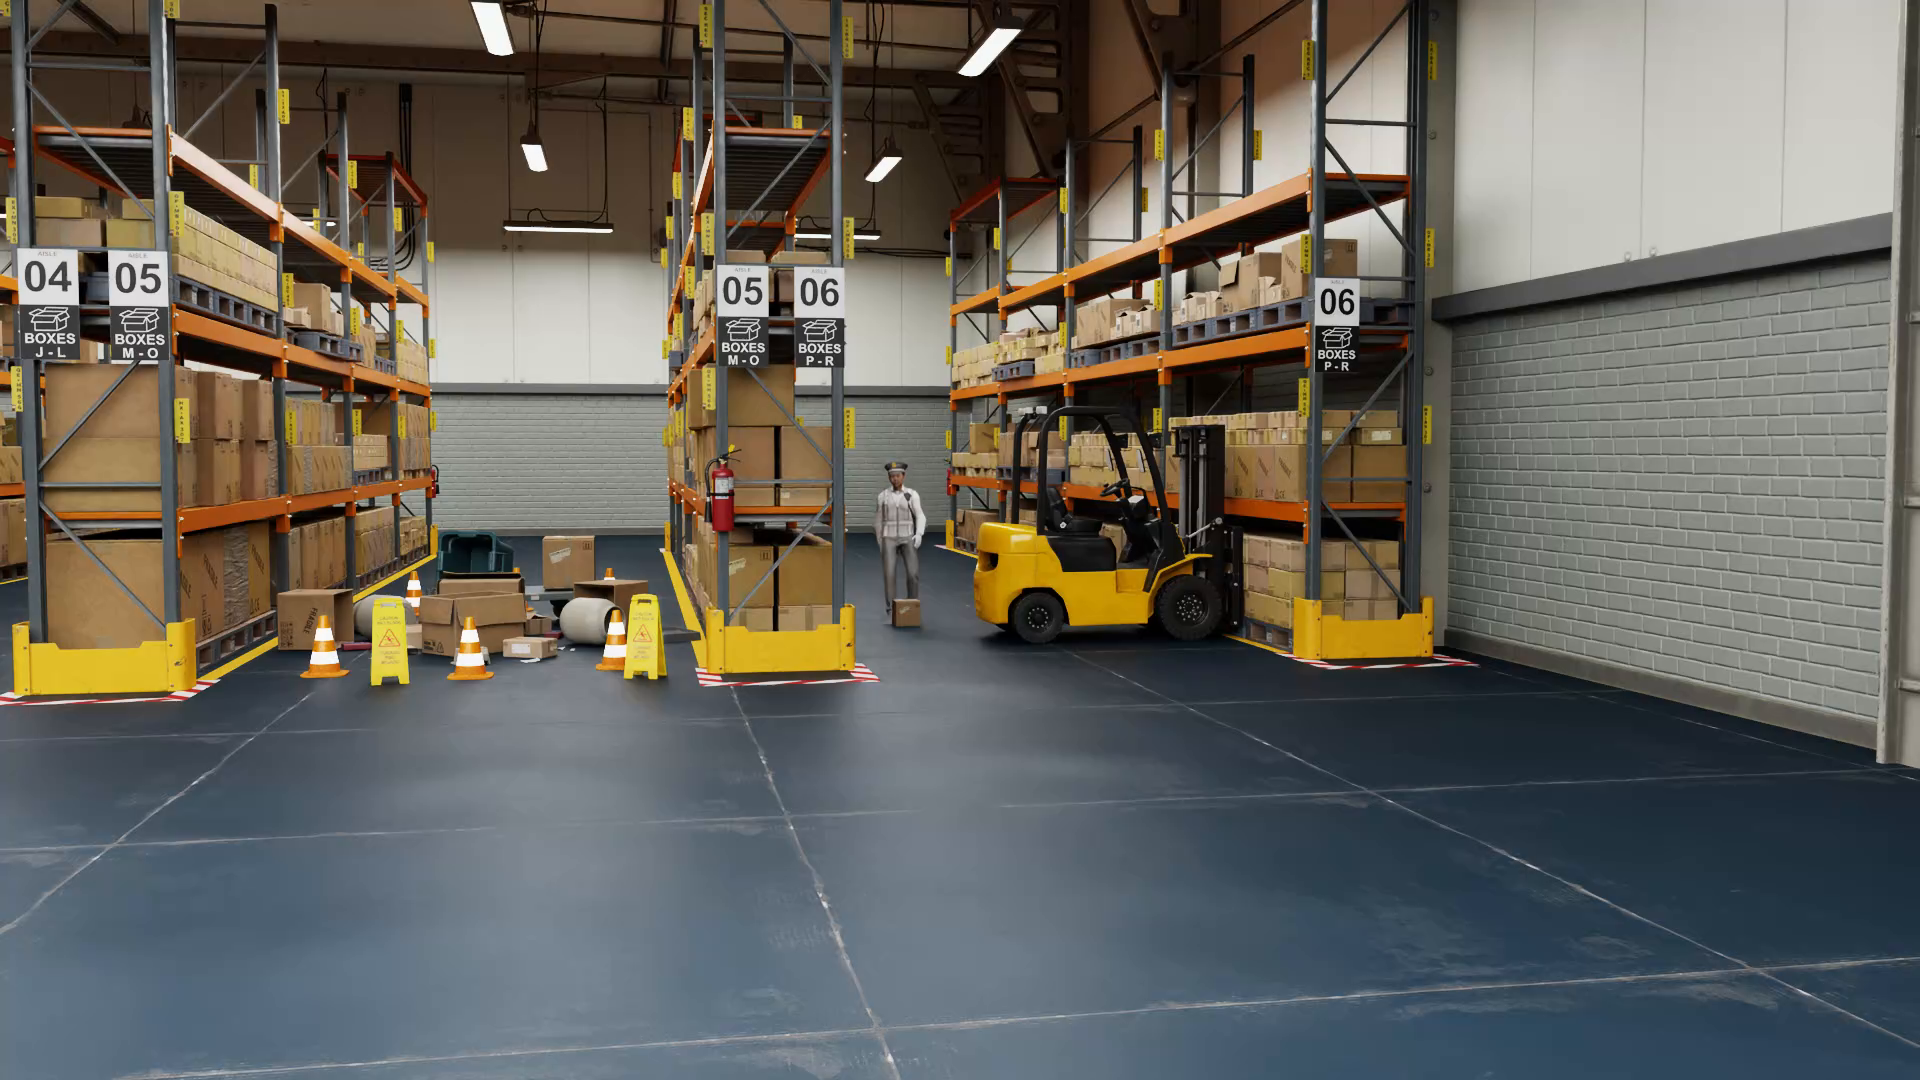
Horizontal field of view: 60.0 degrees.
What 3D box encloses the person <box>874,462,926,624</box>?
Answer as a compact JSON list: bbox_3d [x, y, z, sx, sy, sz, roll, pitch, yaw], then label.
[{"bbox_3d":[-0.618,0.032,17.038,0.538,1.668,0.622,0,3,0],"label":"person"}]
